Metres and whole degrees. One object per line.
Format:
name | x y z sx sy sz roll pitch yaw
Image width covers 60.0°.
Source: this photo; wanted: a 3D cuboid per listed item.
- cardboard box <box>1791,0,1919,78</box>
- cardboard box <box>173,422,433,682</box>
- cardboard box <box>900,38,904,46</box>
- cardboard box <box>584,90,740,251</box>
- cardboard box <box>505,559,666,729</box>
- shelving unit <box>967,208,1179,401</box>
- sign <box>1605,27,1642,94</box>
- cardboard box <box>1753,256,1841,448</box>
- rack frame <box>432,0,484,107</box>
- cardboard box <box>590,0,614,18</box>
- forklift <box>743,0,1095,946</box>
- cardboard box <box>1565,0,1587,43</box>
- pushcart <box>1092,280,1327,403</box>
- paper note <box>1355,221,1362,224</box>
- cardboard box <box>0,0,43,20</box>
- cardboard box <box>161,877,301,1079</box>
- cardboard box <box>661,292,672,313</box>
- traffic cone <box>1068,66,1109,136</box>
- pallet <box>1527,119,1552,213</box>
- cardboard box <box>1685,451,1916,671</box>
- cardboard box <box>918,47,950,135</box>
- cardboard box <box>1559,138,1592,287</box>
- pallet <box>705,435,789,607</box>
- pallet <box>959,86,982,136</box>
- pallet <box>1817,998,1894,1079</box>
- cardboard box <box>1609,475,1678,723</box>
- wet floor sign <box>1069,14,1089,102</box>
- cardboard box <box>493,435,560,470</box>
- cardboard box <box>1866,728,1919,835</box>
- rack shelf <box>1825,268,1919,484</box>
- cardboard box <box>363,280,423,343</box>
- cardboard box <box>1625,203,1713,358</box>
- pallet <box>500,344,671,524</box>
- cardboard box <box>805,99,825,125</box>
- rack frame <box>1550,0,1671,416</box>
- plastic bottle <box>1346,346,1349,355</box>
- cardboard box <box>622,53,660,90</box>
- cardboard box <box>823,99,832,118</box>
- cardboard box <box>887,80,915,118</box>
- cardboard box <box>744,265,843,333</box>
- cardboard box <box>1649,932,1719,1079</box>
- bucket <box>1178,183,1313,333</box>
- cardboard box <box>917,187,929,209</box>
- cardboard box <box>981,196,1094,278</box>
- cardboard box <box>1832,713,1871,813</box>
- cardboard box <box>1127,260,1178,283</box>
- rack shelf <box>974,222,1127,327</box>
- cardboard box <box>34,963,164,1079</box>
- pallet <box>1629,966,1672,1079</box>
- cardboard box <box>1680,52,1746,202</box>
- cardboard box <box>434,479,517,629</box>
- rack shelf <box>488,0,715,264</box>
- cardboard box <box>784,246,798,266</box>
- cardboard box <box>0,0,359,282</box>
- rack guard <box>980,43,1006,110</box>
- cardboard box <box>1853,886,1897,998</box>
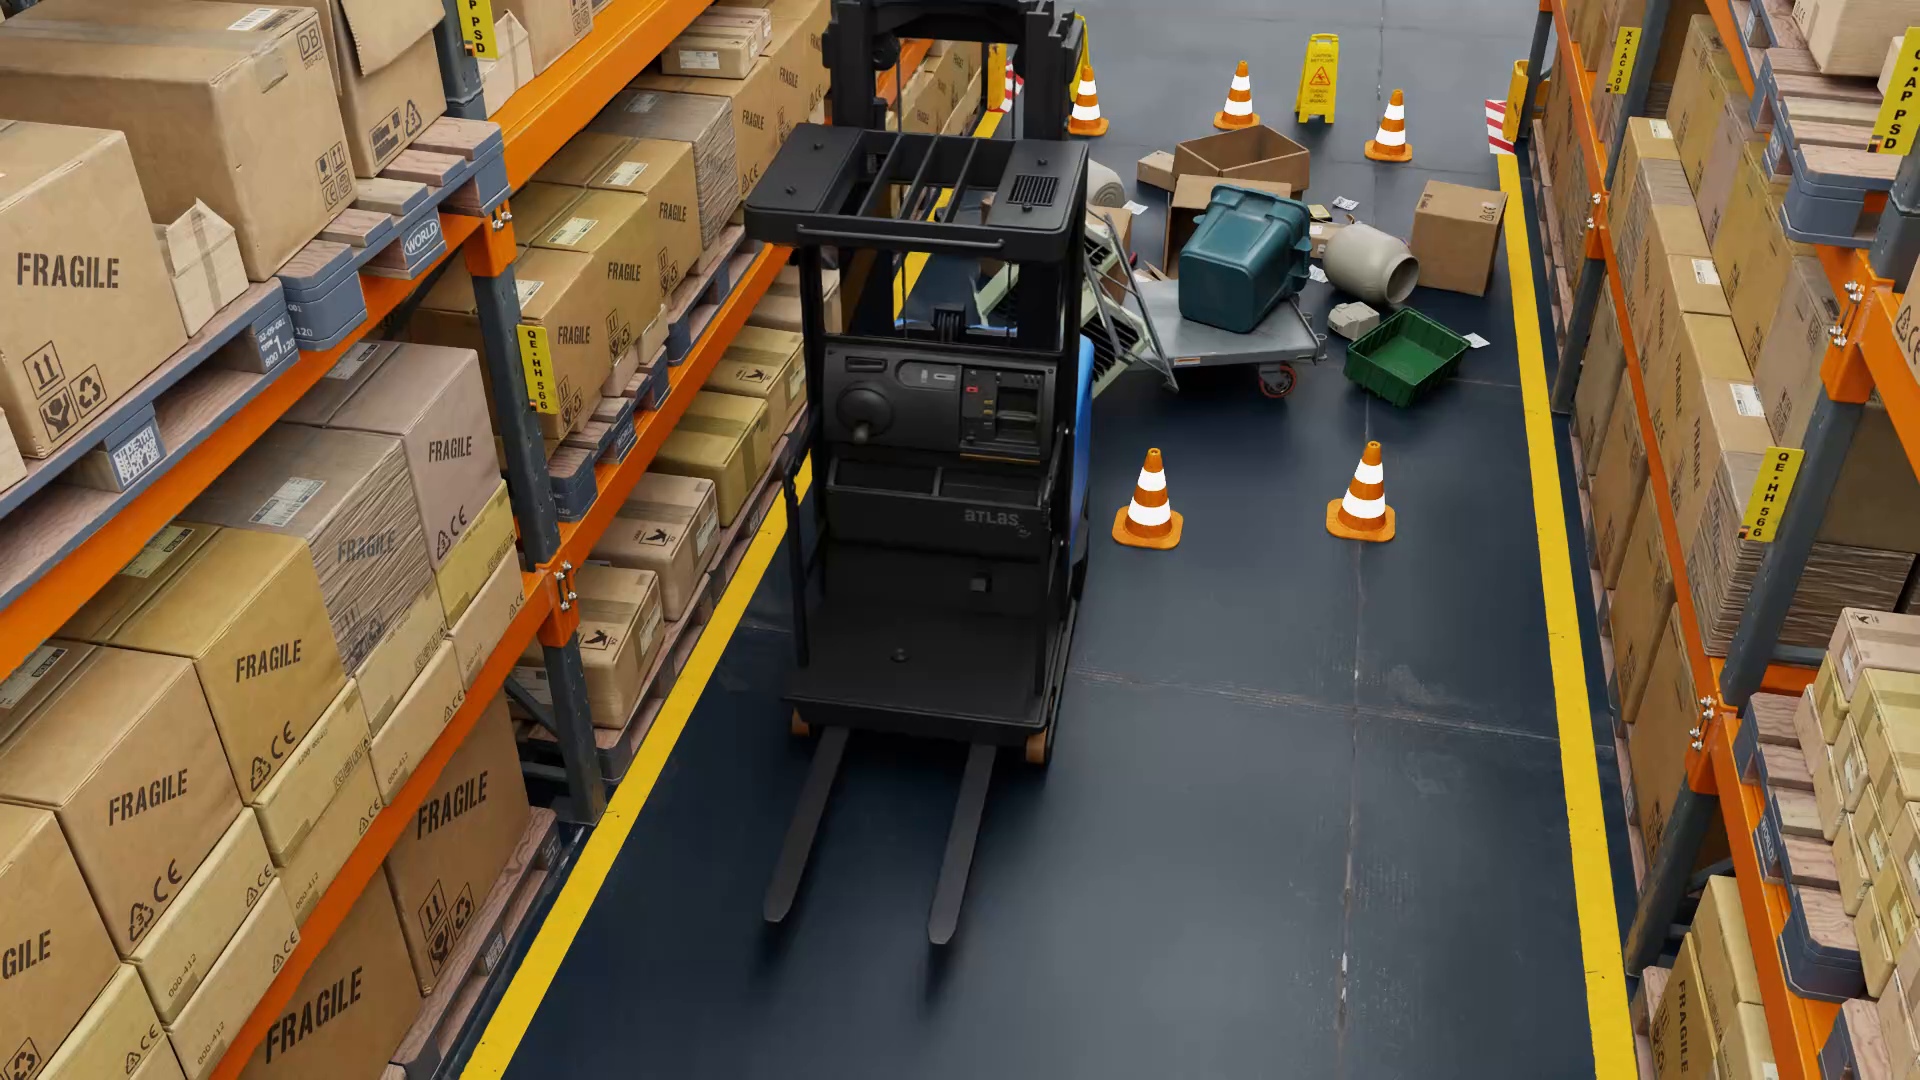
cardboard box | 2.855 -1.621 5.007 0.500 0.311 0.500 7 37 10
cardboard box | -1.889 0.021 4.727 0.500 0.500 0.500 8 37 11
cardboard box | -0.554 -3.091 10.173 0.380 0.149 0.250 7 37 10
cardboard box | -1.284 -1.608 7.216 0.500 0.500 0.500 6 36 8
cardboard box | -1.802 0.414 7.005 0.950 0.372 0.625 5 36 7
shelving unit | 0.547 -1.085 8.587 0.431 0.755 1.500 25 34 -32
sign | 3.237 -2.340 8.117 0.100 0.325 0.005 7 37 10
cardboard box | 3.138 -0.587 5.566 0.700 0.500 0.500 7 36 9
rack frame | -1.932 -2.587 4.151 1.000 3.000 0.127 7 37 10
cardboard box | -1.634 -2.292 6.212 0.797 0.503 0.637 7 37 10
forklift | -0.119 -0.480 6.415 1.130 2.935 3.031 6 36 8
cardboard box | 4.261 -3.401 10.258 0.875 0.550 0.550 7 37 10
pushcart | 1.160 -1.132 9.490 1.648 0.377 0.936 -5 36 -6
paper note | 2.658 -2.119 11.165 0.032 0.001 0.123 28 44 33
cardboard box | -5.578 -3.333 10.208 0.500 0.500 0.500 6 36 9
cardboard box | -2.085 1.103 4.300 0.500 0.250 0.500 7 36 9
cardboard box | -1.430 -1.001 6.931 0.380 0.149 0.250 9 37 13
traffic cone | 0.945 -3.309 12.421 0.336 0.463 0.334 7 37 10
pallet | 4.540 -2.584 11.636 1.003 0.211 1.213 7 37 10
cardboard box | 2.759 0.072 5.509 0.500 0.500 0.500 7 37 10
cardboard box | -0.363 -3.024 11.213 0.500 0.500 0.500 6 36 9
cardboard box | 4.171 -2.067 9.999 0.875 0.875 0.875 8 37 10
pallet | -1.501 -0.174 8.310 1.003 0.211 1.213 7 37 10
pallet | -0.448 -3.110 12.361 1.003 0.211 1.213 7 37 10
pallet | 2.542 1.623 3.619 1.003 0.211 1.213 7 37 10
cardboard box | 3.327 0.306 6.831 1.050 0.750 0.750 8 37 11
wet floor sign | 0.862 -3.766 12.896 0.267 0.644 0.232 20 41 26
cardboard box | -1.681 -0.389 6.087 0.380 0.149 0.250 5 36 7
cardboard box | 2.526 0.631 4.173 0.380 0.149 0.250 7 37 10
rack shelf | 2.498 0.628 2.884 1.077 0.370 4.000 7 37 10
cardboard box | -2.107 -0.784 6.079 0.500 0.500 0.500 6 36 9
cardboard box | 3.188 -1.085 7.106 0.500 0.500 0.500 7 37 10
pallet | -1.884 -0.502 6.550 1.213 0.211 1.003 7 37 10
cardboard box | -0.918 -2.190 8.571 0.380 0.149 0.250 8 37 11
rack frame | 3.780 -1.888 8.299 1.000 3.000 0.127 7 37 10
plastic bottle | 2.364 -1.046 9.641 0.133 0.061 0.283 -11 37 -14
cardboard box | -1.683 -1.980 7.729 0.500 0.500 0.500 7 37 10
cardboard box | -0.697 -2.490 9.343 0.380 0.149 0.250 7 37 10
cardboard box | -0.495 -2.737 10.264 0.380 0.149 0.250 9 37 12
cardboard box | -1.187 -1.256 9.308 0.950 0.372 0.625 8 37 11
cardboard box | 2.525 1.621 5.230 0.500 0.500 0.500 6 36 8
bucket | 1.556 -1.545 9.320 0.726 0.611 0.620 20 51 26
cardboard box | -0.474 -2.424 11.024 0.500 0.250 0.500 7 36 9
cardboard box | 0.480 -1.884 10.421 0.500 0.500 0.500 -24 42 -30
cardboard box | 2.570 0.624 4.436 0.380 0.149 0.250 9 37 12
cardboard box | 1.193 -1.542 10.151 0.258 0.266 0.396 -17 39 -22
rack shelf | 0.485 -1.358 8.858 0.431 0.720 0.370 25 34 -32
cardboard box | -2.199 1.189 3.756 0.500 0.250 0.500 8 37 11
pallet | 2.757 1.982 5.336 1.003 0.211 1.213 7 37 10
cardboard box | 3.571 -1.753 7.176 0.700 0.500 0.500 7 36 9
cardboard box | -1.787 0.010 5.382 0.500 0.250 0.500 7 37 10
rack shelf | -1.505 -2.228 6.824 1.077 0.370 4.000 7 37 10
cardboard box | -1.214 -1.880 10.273 0.500 0.250 0.500 9 37 12
cardboard box | -1.958 -0.991 4.063 0.700 0.500 0.500 6 36 8
rack guard | -0.240 -3.688 12.913 1.175 0.500 0.348 7 37 10
cardboard box | 2.462 1.031 4.127 0.380 0.149 0.250 9 37 12
